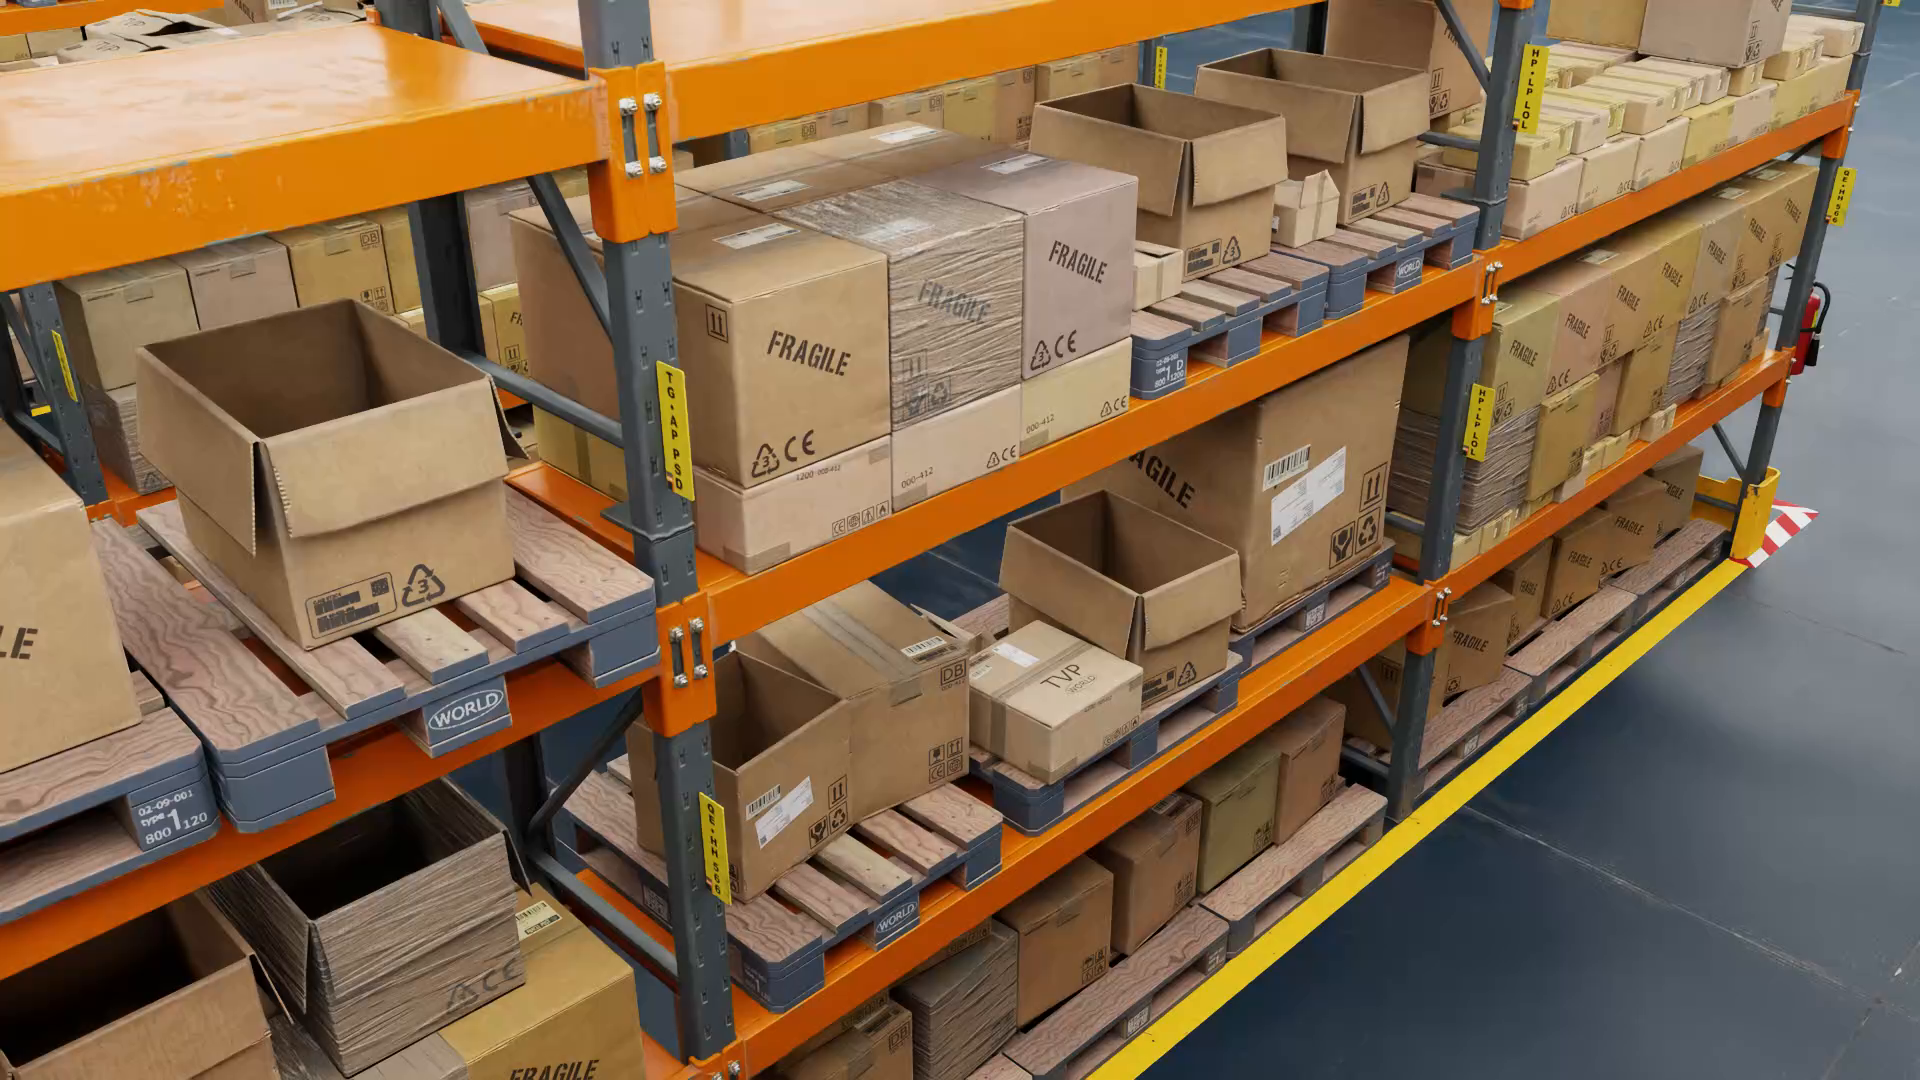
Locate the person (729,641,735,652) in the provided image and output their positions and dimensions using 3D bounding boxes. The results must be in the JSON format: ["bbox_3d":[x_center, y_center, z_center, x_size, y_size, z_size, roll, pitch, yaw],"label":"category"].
[{"bbox_3d":[1.892,-0.235,4.685,7.197,5.811,11.417,24,36,38],"label":"person"}]
